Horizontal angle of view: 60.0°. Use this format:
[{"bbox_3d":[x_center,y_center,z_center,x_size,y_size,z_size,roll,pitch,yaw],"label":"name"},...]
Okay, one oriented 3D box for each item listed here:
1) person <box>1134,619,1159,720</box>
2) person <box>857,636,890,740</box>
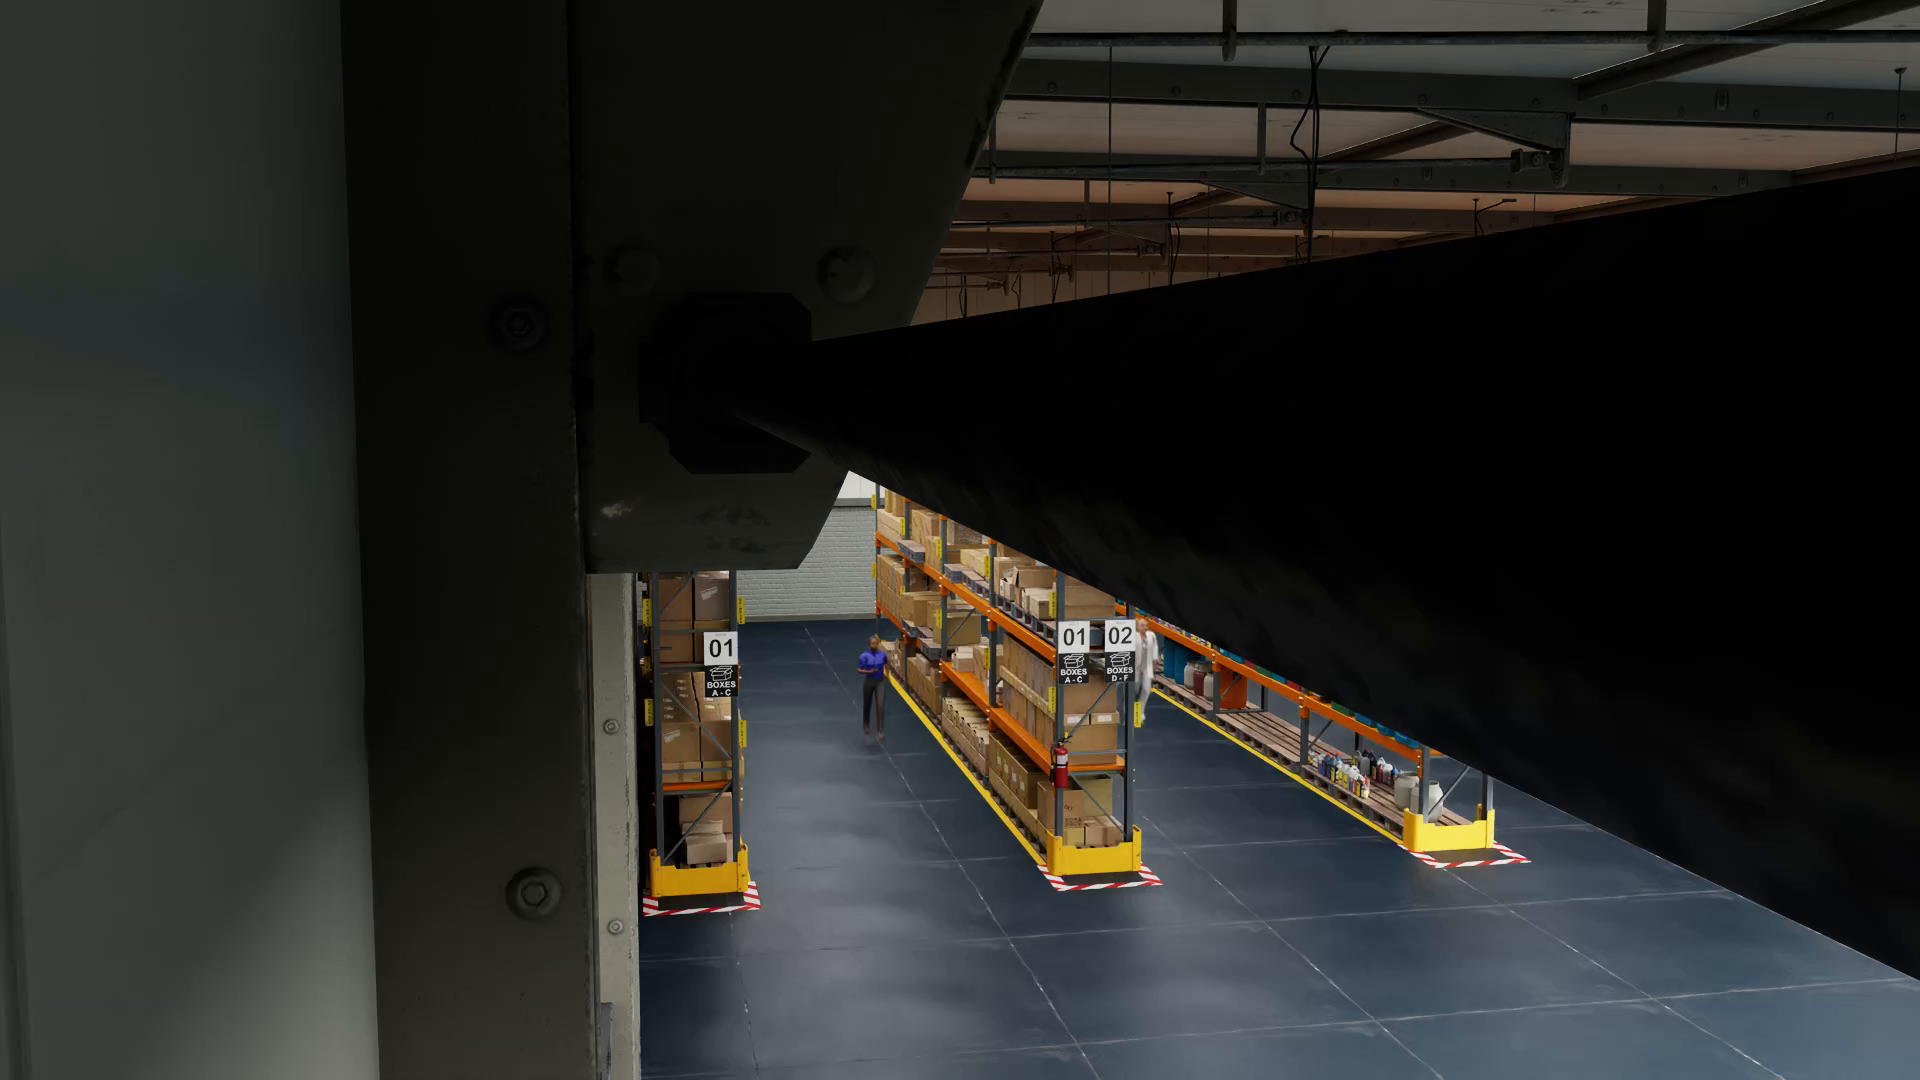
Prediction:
[{"bbox_3d":[3.141,2.222,29.060,0.739,1.718,0.897,-1,6,-13],"label":"person"},{"bbox_3d":[-1.417,2.437,27.539,0.575,1.688,0.905,-1,6,-12],"label":"person"}]
